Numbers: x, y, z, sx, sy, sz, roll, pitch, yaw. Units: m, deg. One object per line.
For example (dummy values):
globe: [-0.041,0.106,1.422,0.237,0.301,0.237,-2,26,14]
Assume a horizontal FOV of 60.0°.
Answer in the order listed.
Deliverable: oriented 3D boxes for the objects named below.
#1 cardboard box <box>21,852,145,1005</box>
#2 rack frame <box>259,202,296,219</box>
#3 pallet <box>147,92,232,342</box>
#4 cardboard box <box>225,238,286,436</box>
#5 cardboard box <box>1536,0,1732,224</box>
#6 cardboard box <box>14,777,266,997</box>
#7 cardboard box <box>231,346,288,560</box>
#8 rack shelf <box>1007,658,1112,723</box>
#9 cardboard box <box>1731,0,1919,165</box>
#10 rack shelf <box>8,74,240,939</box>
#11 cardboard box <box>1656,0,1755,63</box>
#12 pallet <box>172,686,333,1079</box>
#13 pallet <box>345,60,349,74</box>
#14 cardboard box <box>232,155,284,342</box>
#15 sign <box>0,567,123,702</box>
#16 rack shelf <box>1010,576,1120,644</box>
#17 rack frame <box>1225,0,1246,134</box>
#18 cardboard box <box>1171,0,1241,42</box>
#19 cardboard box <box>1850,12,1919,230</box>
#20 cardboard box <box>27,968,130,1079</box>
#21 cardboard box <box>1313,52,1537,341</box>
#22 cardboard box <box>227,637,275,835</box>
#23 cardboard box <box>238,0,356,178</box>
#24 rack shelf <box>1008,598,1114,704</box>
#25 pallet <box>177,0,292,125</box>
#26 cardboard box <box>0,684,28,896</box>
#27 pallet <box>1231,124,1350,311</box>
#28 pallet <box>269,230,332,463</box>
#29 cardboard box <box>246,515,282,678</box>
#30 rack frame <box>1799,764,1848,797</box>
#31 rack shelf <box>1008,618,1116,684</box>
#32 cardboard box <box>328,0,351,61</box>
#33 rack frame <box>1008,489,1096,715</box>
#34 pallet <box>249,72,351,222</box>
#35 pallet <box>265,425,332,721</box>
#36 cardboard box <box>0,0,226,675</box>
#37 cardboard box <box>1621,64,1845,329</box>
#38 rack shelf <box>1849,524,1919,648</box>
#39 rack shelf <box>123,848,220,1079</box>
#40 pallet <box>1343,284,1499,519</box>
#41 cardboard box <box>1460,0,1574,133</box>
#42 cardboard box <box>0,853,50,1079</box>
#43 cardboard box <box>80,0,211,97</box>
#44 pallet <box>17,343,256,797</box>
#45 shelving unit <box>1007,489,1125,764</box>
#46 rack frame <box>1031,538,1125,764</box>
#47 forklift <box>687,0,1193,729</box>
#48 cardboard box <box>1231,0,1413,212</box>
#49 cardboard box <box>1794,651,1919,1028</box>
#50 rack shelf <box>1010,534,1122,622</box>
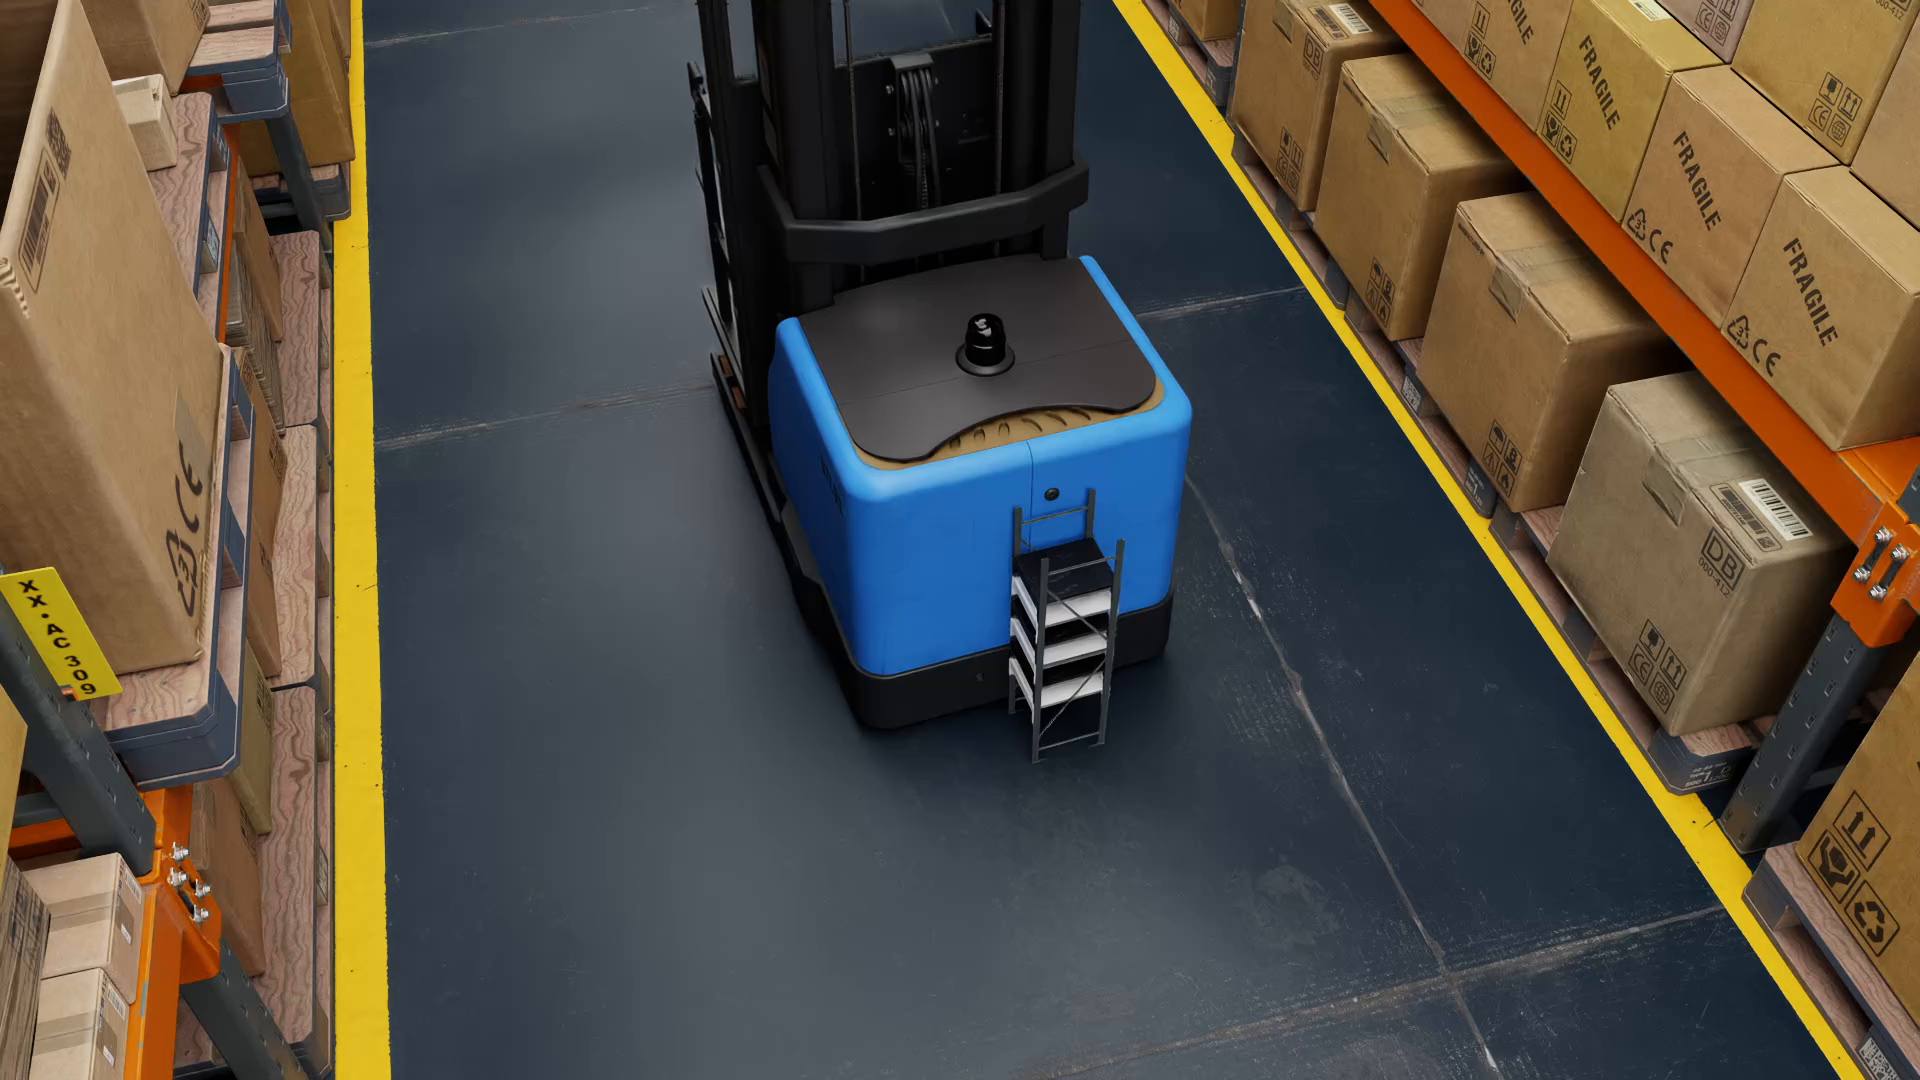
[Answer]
cardboard box: [-1.743,0.759,3.082,0.380,0.149,0.250,-11,47,-10]
rack frame: [-3.103,-2.186,5.792,0.949,2.616,0.053,-11,47,-10]
pallet: [-2.560,-0.759,4.528,1.003,0.211,1.213,-11,47,-10]
cardboard box: [-2.761,-0.625,5.704,0.700,0.500,0.500,-14,47,-14]
cardboard box: [2.088,-1.305,4.859,0.500,0.500,0.500,-10,46,-10]
cardboard box: [-2.218,0.869,4.240,0.700,0.500,0.500,-14,47,-13]
cardboard box: [-2.609,-0.235,5.322,0.700,0.500,0.500,-7,46,-7]
rack shelf: [0.298,0.421,5.006,0.258,0.077,0.200,-14,47,-13]
cardboard box: [2.472,-1.342,4.195,0.700,0.500,0.500,-11,47,-11]
rack shelf: [-2.594,-0.553,4.695,1.077,0.370,4.000,-11,47,-10]
cardboard box: [2.343,-1.691,4.537,0.700,0.500,0.500,-10,46,-10]
pallet: [-2.283,1.015,4.608,1.003,0.211,1.213,-11,47,-10]
pallet: [-3.544,-2.608,8.158,1.003,0.211,1.213,-11,47,-10]
cardboard box: [-2.915,-1.006,6.077,0.700,0.500,0.500,-13,47,-12]
sign: [-1.559,0.169,2.878,0.100,0.325,0.005,-11,47,-10]
rack shelf: [0.298,0.169,4.749,0.258,0.077,0.200,-14,47,-13]
rack frame: [1.715,-3.023,6.612,1.000,3.000,0.127,-11,47,-10]
cardboard box: [1.293,-2.701,7.753,0.500,0.500,0.500,-11,47,-11]
cardboard box: [2.606,-0.988,3.848,0.700,0.500,0.500,-11,47,-11]
cardboard box: [-1.688,0.933,2.911,0.380,0.149,0.250,-11,47,-10]
cardboard box: [2.011,-1.342,6.246,1.050,0.750,0.750,-10,46,-10]
cardboard box: [-2.322,0.537,4.566,0.700,0.500,0.500,-11,47,-11]
cardboard box: [-3.262,-2.069,6.871,1.225,0.875,0.875,-13,47,-12]
rack shelf: [0.298,0.297,4.879,0.258,0.252,0.200,-14,47,-13]
pallet: [-2.821,-1.646,5.397,1.213,0.211,1.003,-11,47,-10]
cardboard box: [-1.701,0.347,2.331,0.500,0.500,0.500,-11,47,-10]
pallet: [1.844,-1.488,7.061,1.003,0.211,1.213,-11,47,-10]
pallet: [-10.761,-1.232,6.809,15.783,0.211,6.755,-11,47,-10]
cardboard box: [-2.466,0.150,4.945,0.700,0.500,0.500,-14,47,-14]
rack frame: [2.735,-0.260,3.905,0.949,2.616,0.053,-11,47,-10]
rack shelf: [0.298,0.295,4.877,0.258,0.077,0.200,-14,47,-13]
cardboard box: [-3.483,-2.686,7.476,1.225,0.875,0.875,-11,47,-10]
rack frame: [0.264,0.203,4.921,0.240,0.900,0.006,-14,47,-13]
pallet: [-3.235,-1.768,7.334,1.003,0.211,1.213,-11,47,-10]
pallet: [-2.599,0.171,5.435,1.003,0.211,1.213,-11,47,-10]
cardboard box: [-2.150,-0.355,3.284,1.000,1.000,1.000,-10,46,-10]
cardboard box: [2.217,-0.956,4.517,0.500,0.500,0.500,-11,47,-11]
rack shelf: [3.251,1.372,2.809,1.077,0.370,4.000,-11,47,-10]
rack shelf: [-1.570,2.209,1.989,1.077,0.370,4.000,-11,47,-10]
pallet: [2.152,-0.648,6.237,1.003,0.211,1.213,-11,47,-10]
cardboard box: [1.956,-1.655,5.202,0.500,0.500,0.500,-11,47,-11]
cardboard box: [-2.026,0.759,2.628,0.875,0.500,0.500,-11,47,-10]
cardboard box: [-2.689,-1.635,4.888,0.700,0.500,0.500,-4,46,-4]
pallet: [-2.137,0.089,3.697,1.003,0.211,1.213,-11,47,-10]
shelving unit: [6.692,0.020,3.494,11.832,3.194,5.866,-14,47,-13]
rack frame: [0.331,0.340,4.786,0.240,0.900,0.006,-14,47,-13]
forklift: [-3.909,-1.347,5.018,8.118,2.935,4.943,-14,47,-13]
cardboard box: [0.328,0.007,4.582,5.455,1.239,5.693,-11,47,-11]
cardboard box: [2.832,0.783,4.076,0.875,0.875,0.875,-10,46,-10]
rack shelf: [6.693,-0.205,3.261,11.832,2.546,5.861,-14,47,-13]
